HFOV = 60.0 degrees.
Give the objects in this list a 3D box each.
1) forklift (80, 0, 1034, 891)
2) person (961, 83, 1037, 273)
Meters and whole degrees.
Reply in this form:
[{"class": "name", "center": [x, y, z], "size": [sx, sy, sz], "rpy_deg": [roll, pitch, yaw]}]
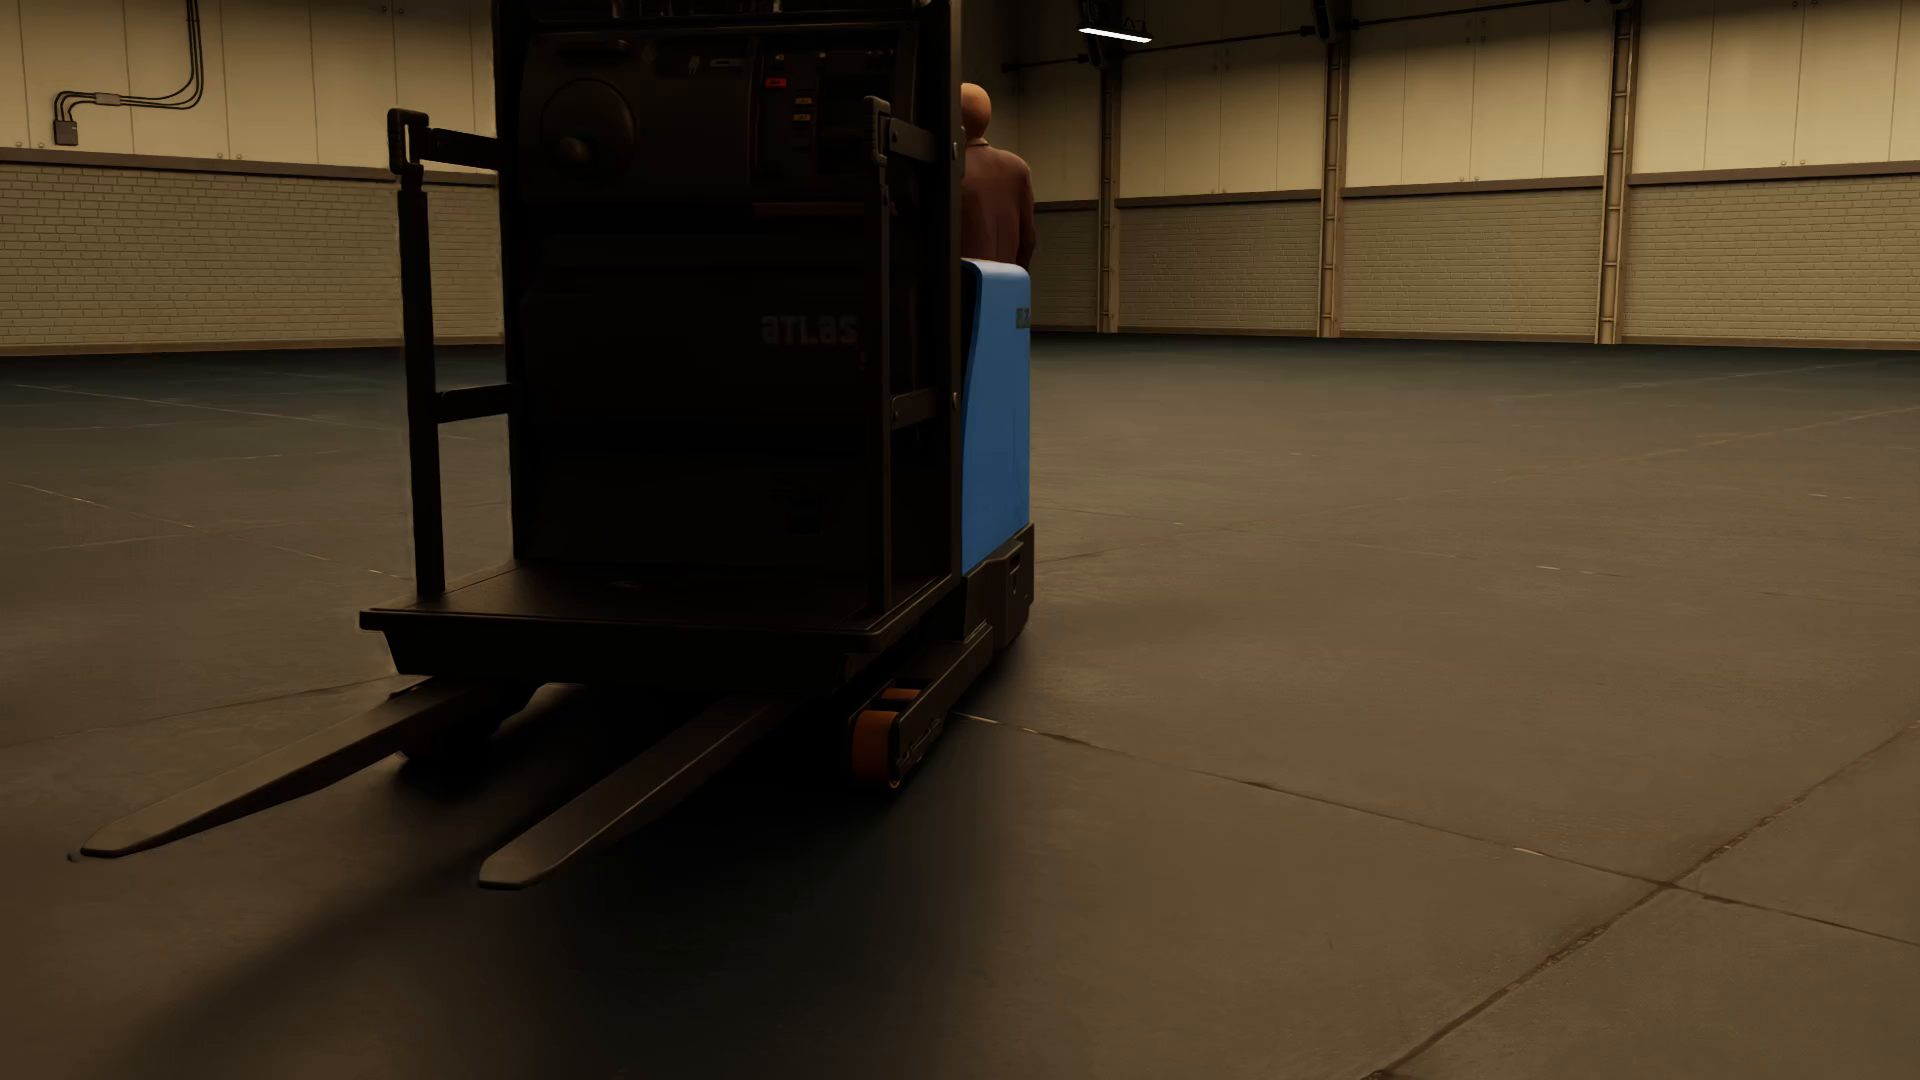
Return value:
[{"class": "forklift", "center": [-0.590, -1.003, 3.536], "size": [1.130, 2.935, 3.031], "rpy_deg": [2, 9, 12]}, {"class": "person", "center": [-0.062, -0.896, 6.650], "size": [0.582, 1.775, 0.694], "rpy_deg": [8, 12, 43]}]
